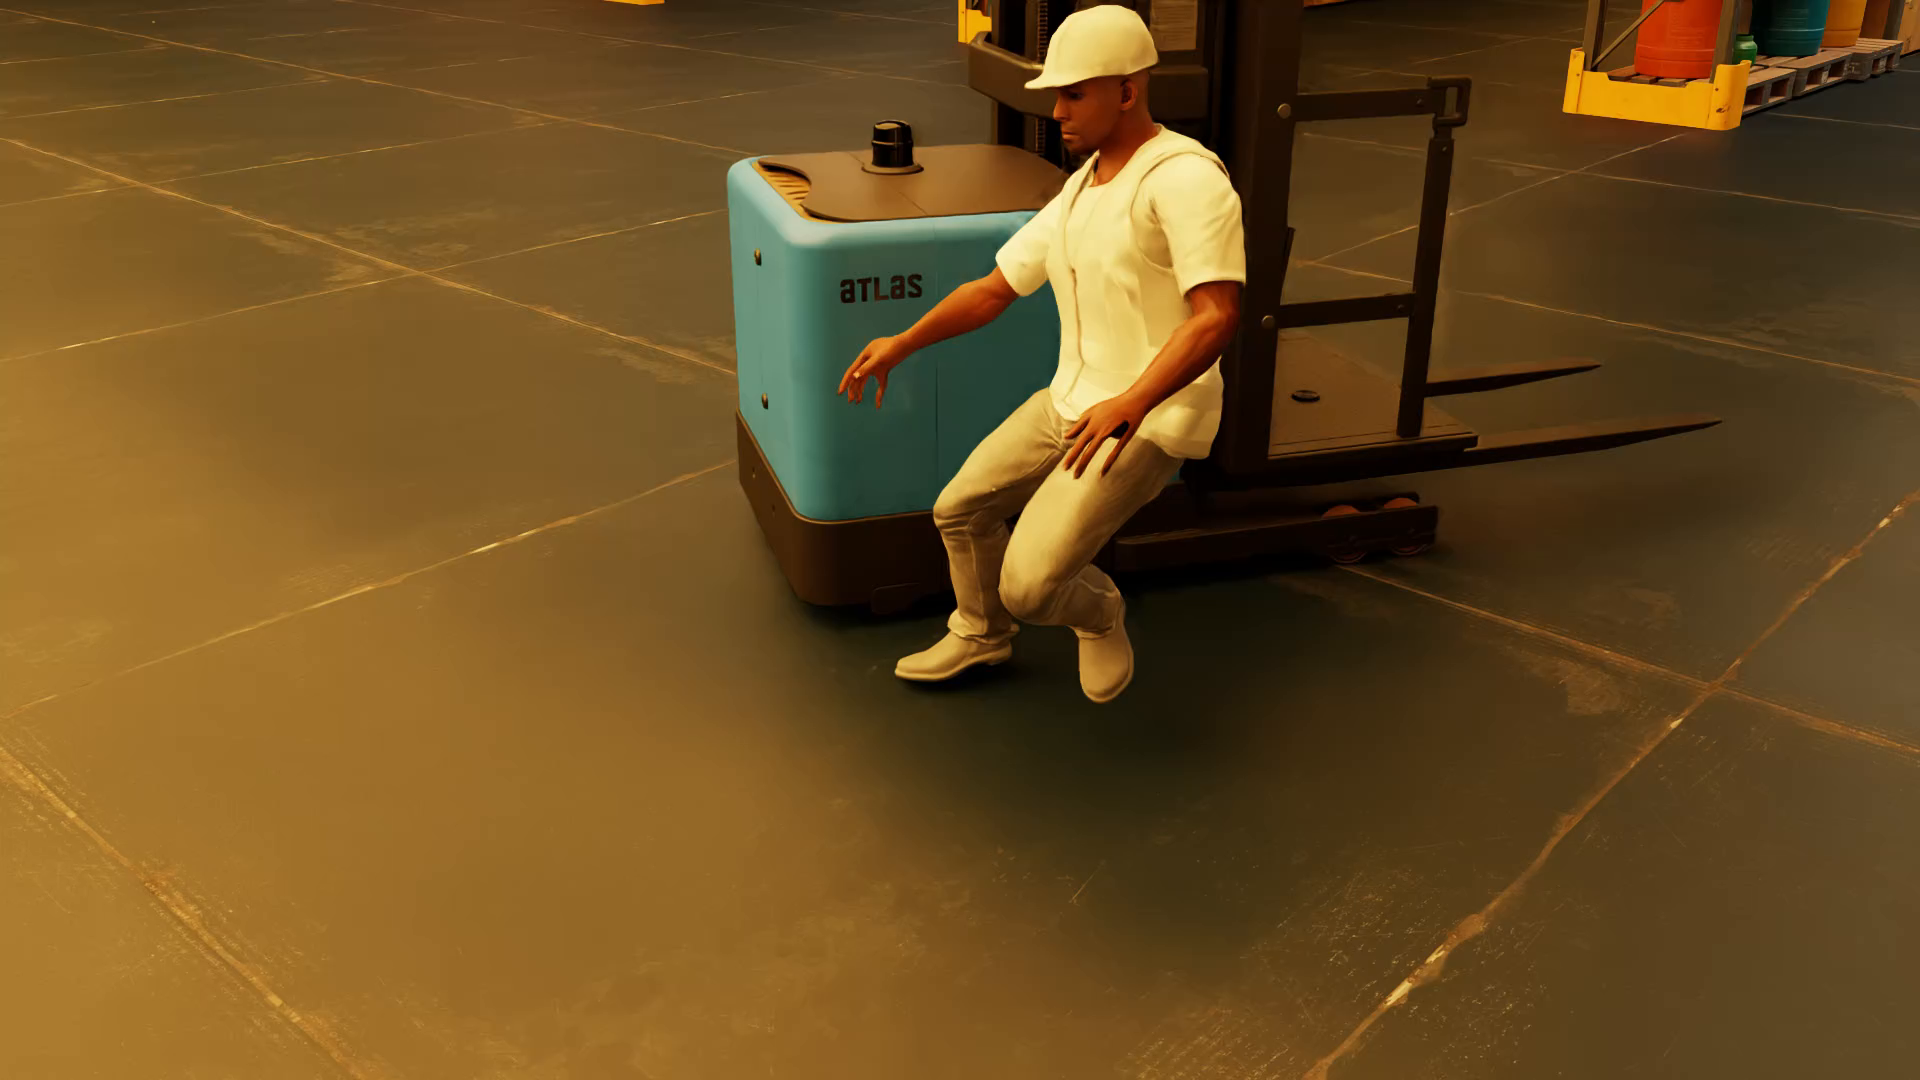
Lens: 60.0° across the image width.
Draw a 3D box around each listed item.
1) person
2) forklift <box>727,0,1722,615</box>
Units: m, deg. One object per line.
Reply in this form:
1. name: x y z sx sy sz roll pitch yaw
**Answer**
1. person: 0.182 -0.295 3.589 0.713 1.624 0.822 -9 25 -20
2. forklift: 0.885 -1.469 4.677 3.031 2.935 1.130 -7 25 -16
